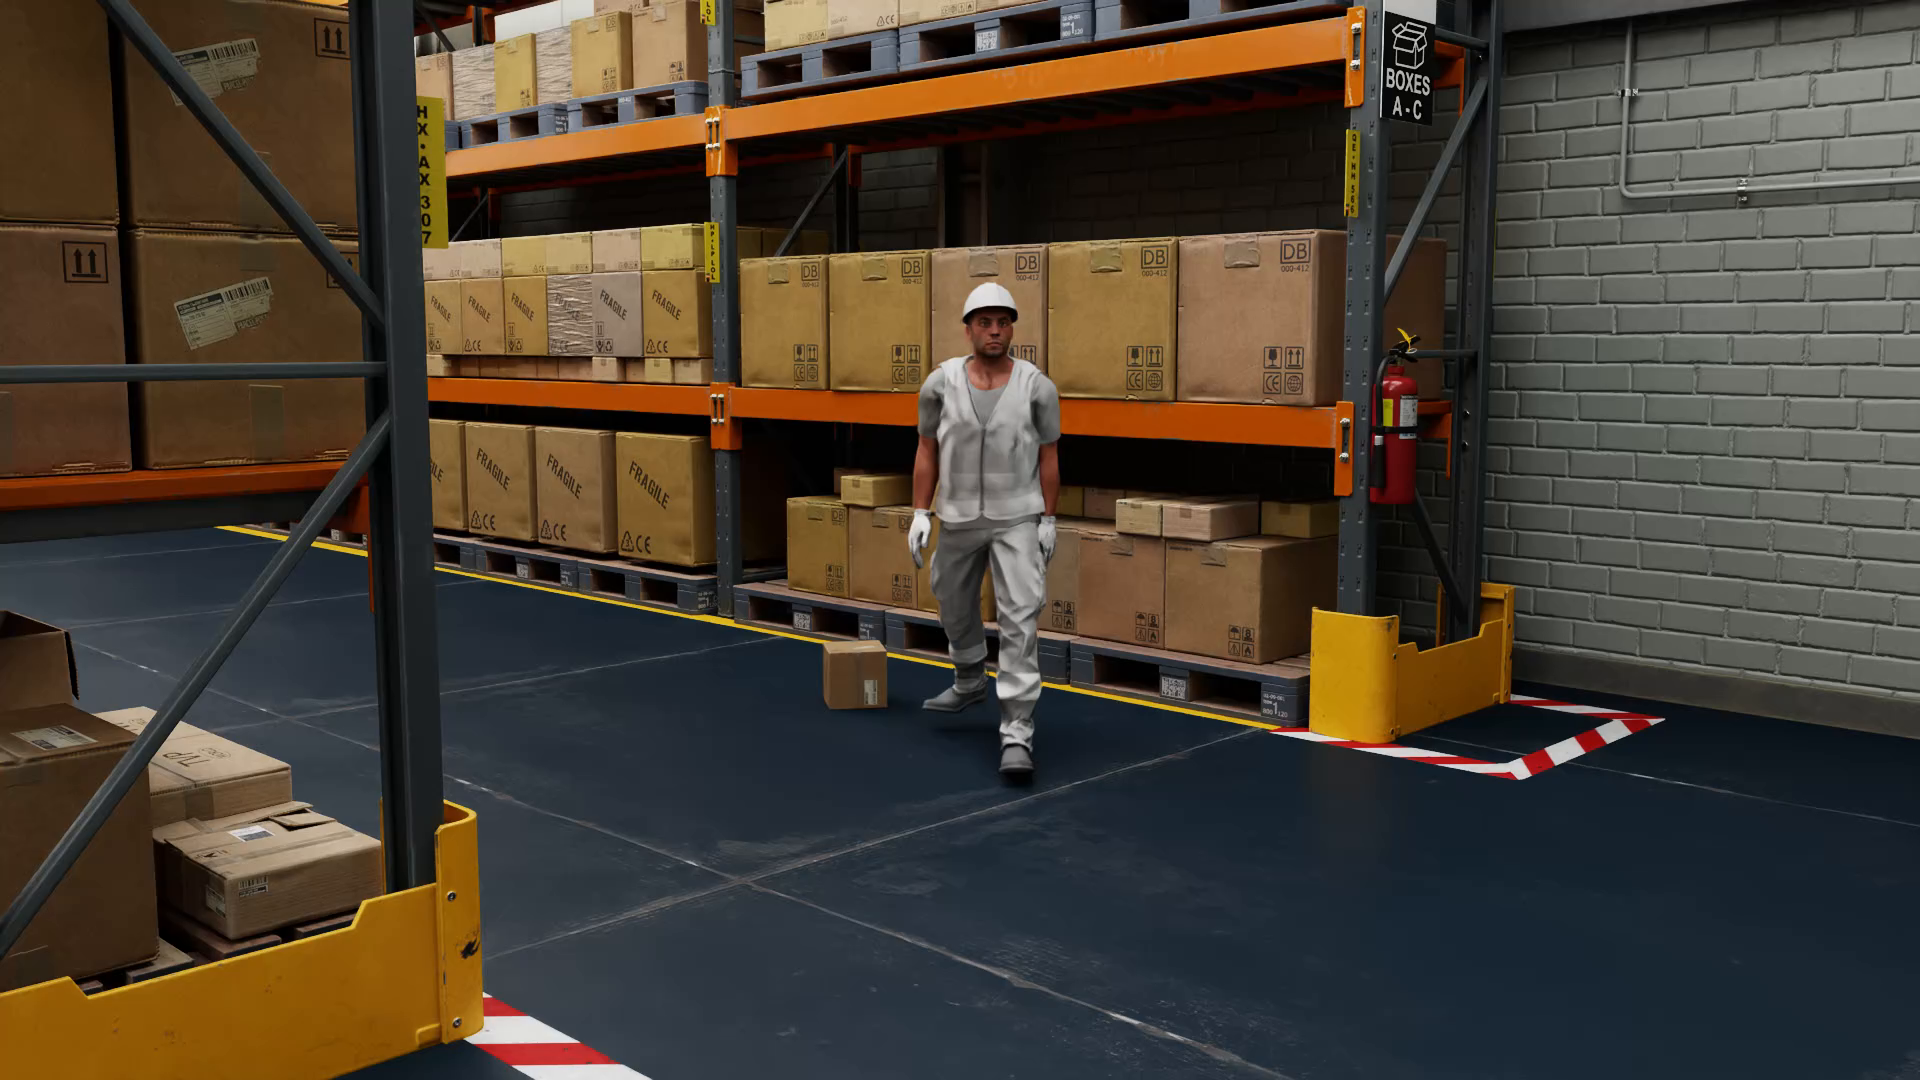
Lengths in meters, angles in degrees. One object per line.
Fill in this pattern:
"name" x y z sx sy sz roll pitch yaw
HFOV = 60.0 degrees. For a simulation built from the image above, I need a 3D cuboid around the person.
"person" 0.085 -0.066 6.225 0.582 1.771 0.962 1 7 11
